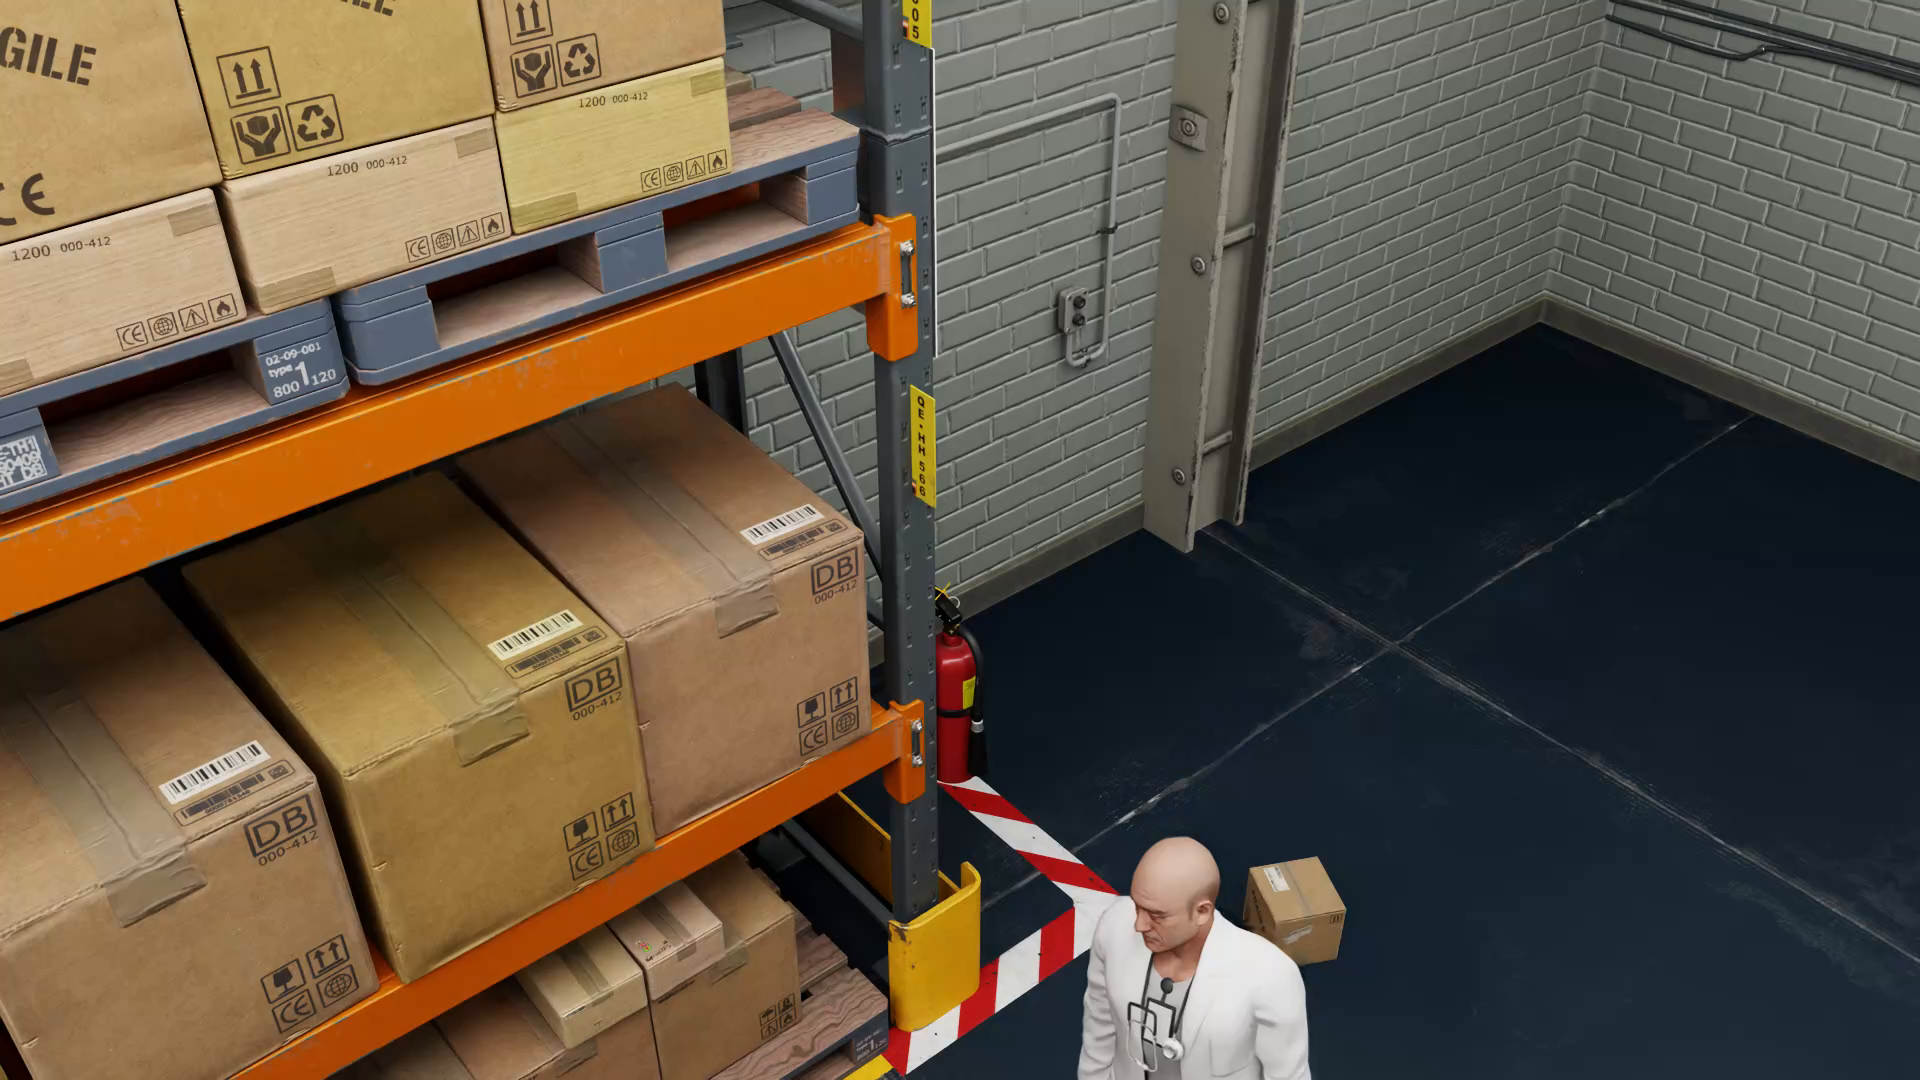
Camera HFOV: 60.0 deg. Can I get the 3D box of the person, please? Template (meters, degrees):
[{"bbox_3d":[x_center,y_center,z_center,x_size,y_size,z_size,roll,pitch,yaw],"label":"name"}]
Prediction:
[{"bbox_3d":[0.613,1.413,4.149,0.681,1.750,0.762,20,40,25],"label":"person"}]
